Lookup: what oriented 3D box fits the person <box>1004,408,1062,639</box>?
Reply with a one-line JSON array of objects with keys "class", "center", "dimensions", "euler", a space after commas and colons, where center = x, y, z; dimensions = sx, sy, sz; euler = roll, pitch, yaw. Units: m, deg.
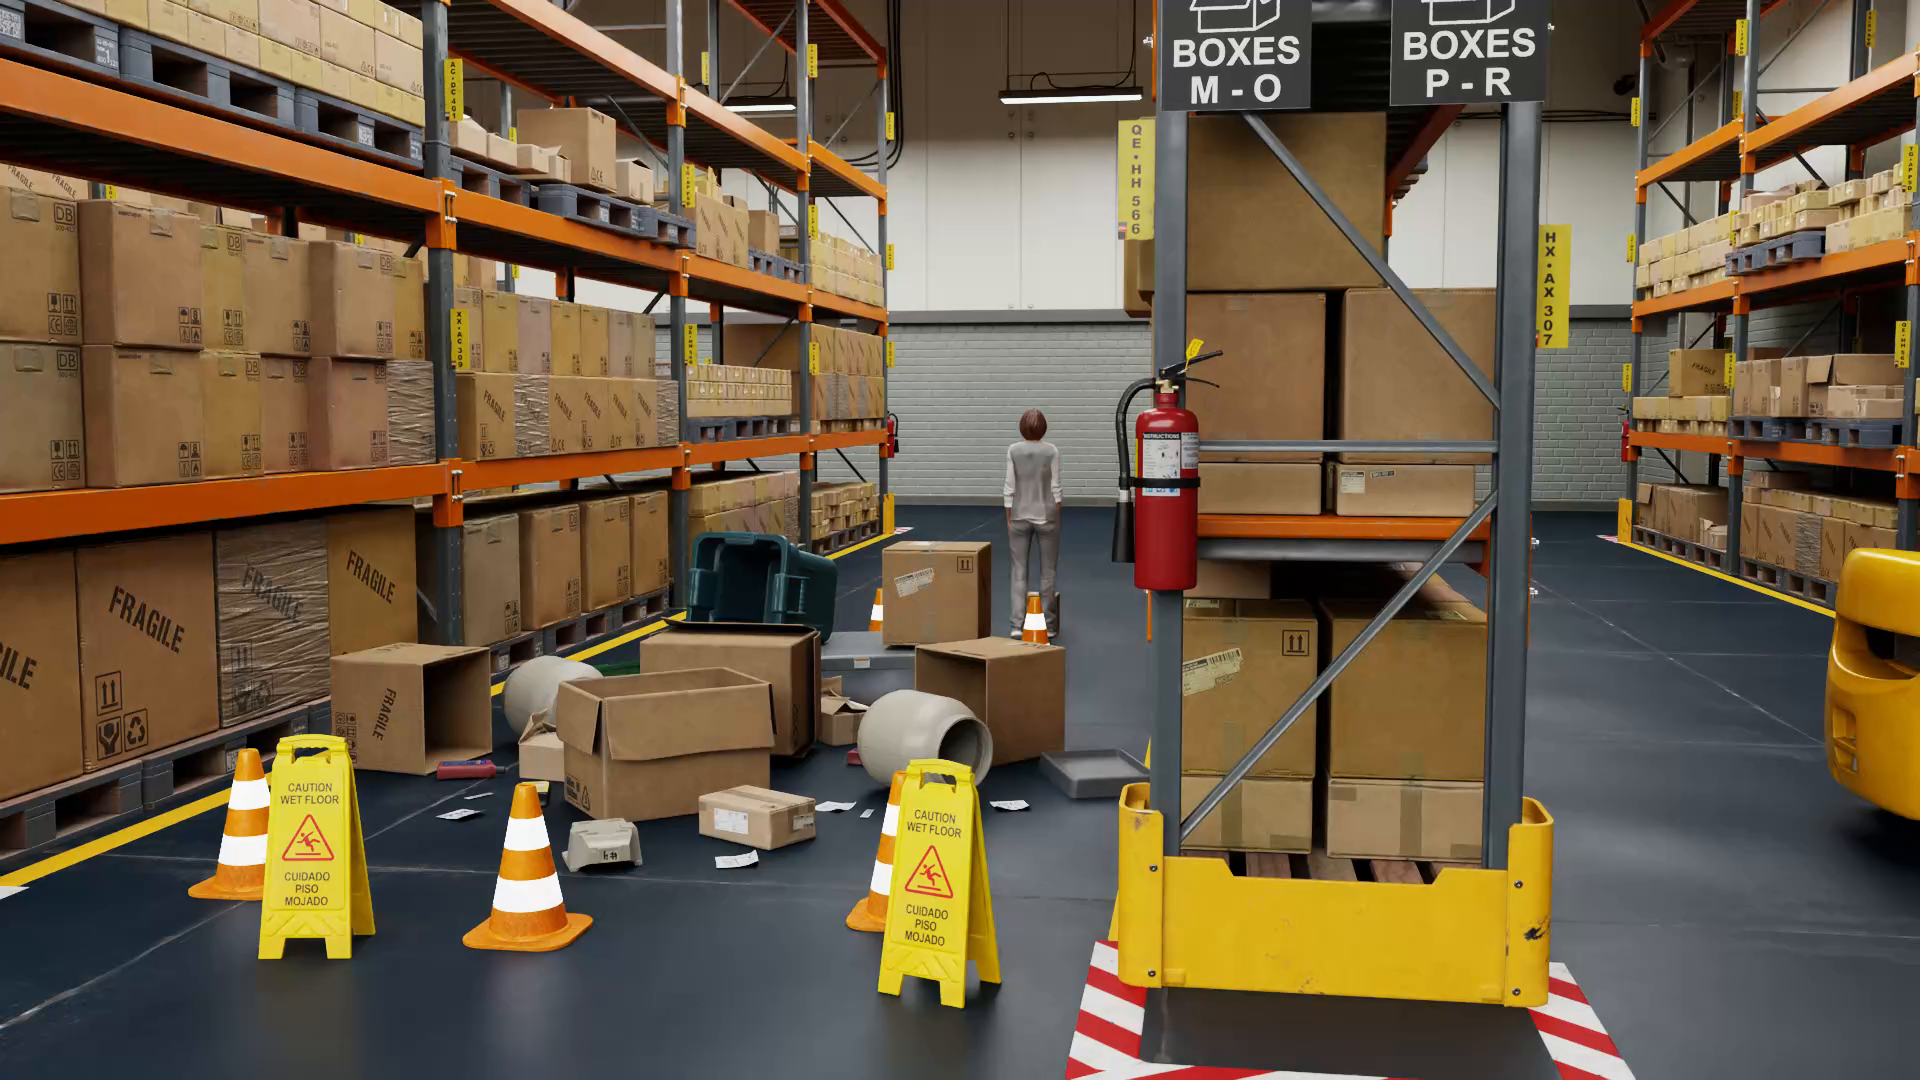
[{"class": "person", "center": [0.504, -0.097, 11.534], "dimensions": [0.407, 1.634, 0.341], "euler": [1, 5, 10]}]
